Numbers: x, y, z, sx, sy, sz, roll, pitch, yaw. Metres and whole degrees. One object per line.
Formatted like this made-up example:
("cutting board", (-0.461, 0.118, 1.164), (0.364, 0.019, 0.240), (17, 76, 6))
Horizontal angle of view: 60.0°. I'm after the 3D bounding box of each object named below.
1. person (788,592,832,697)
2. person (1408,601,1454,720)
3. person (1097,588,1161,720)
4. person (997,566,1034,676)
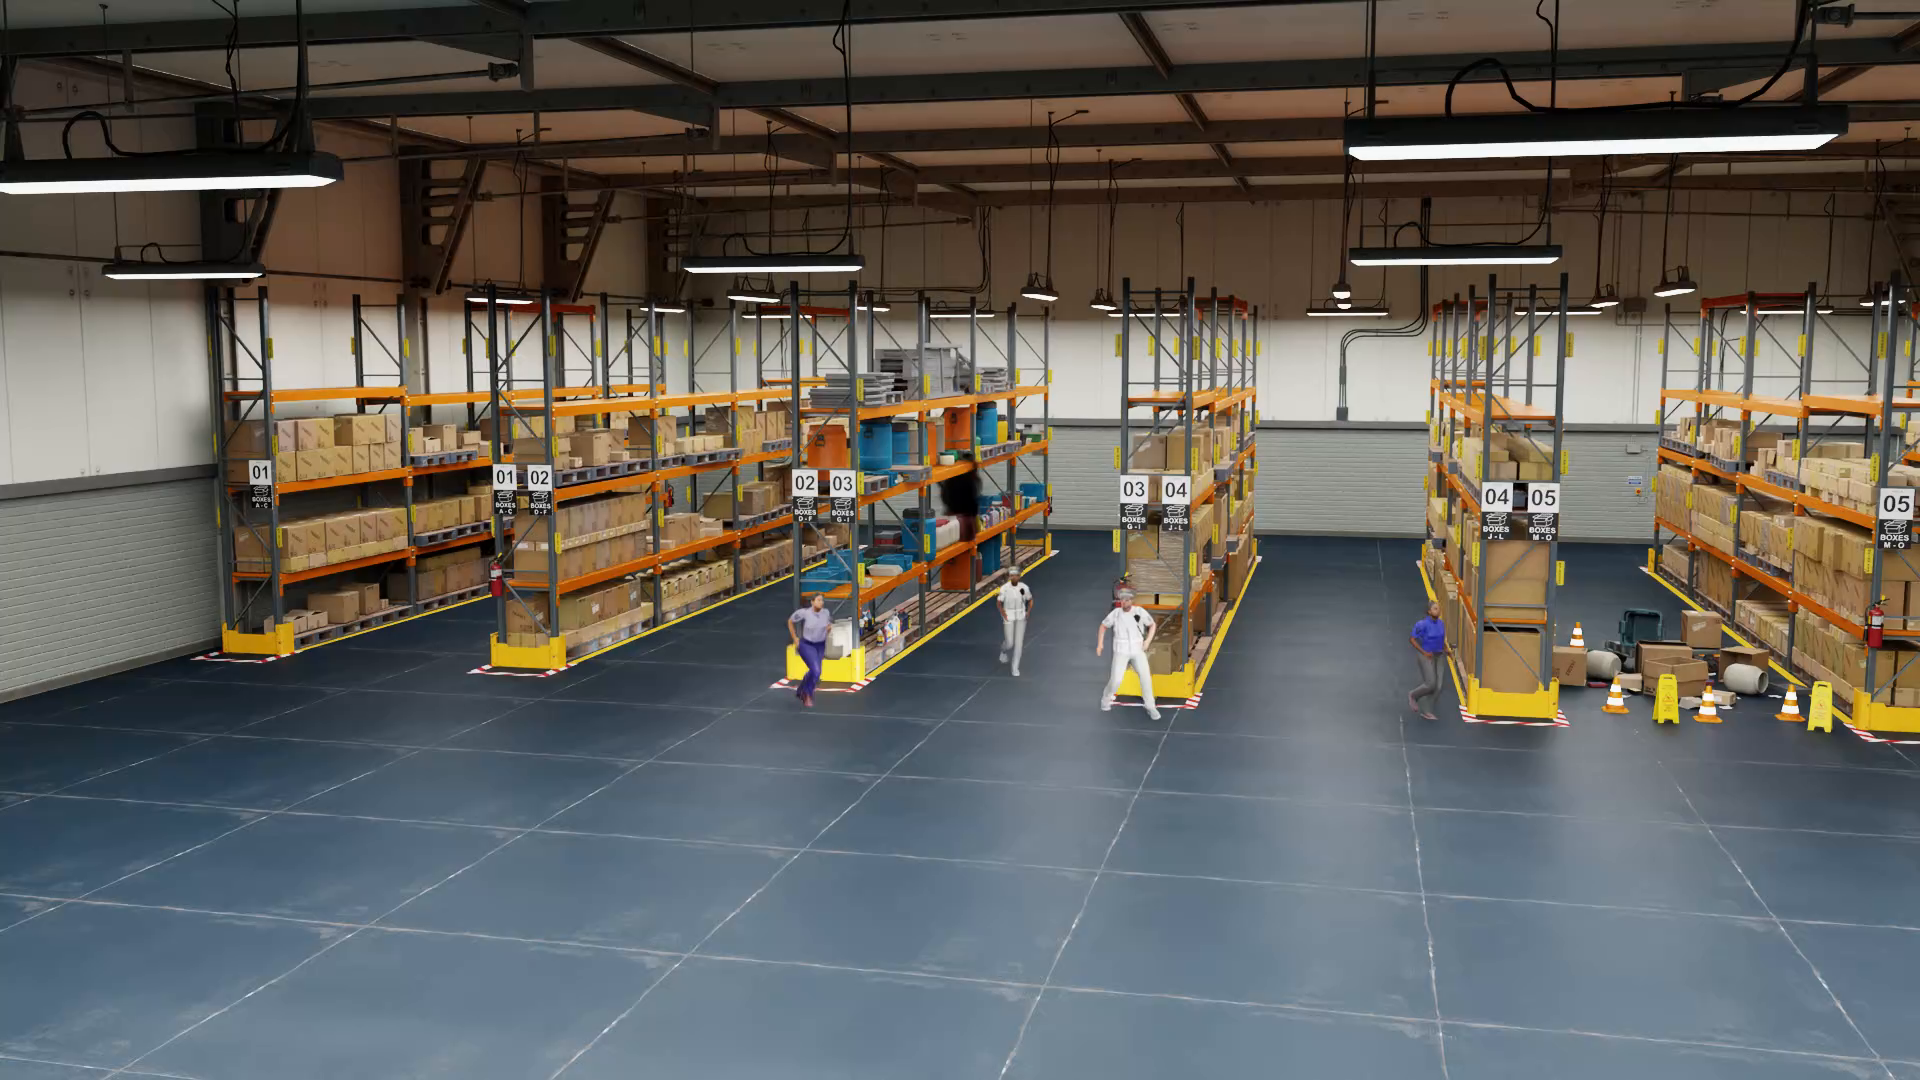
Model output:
("person", (-2.057, 1.474, 23.263), (0.564, 1.513, 0.747), (-6, 9, -44))
("person", (6.375, 1.628, 22.520), (0.555, 1.598, 0.549), (-3, 7, -26))
("person", (2.295, 1.528, 22.688), (0.842, 1.744, 0.741), (0, 7, 0))
("person", (0.857, 1.226, 25.829), (0.583, 1.688, 0.684), (0, 7, -4))
